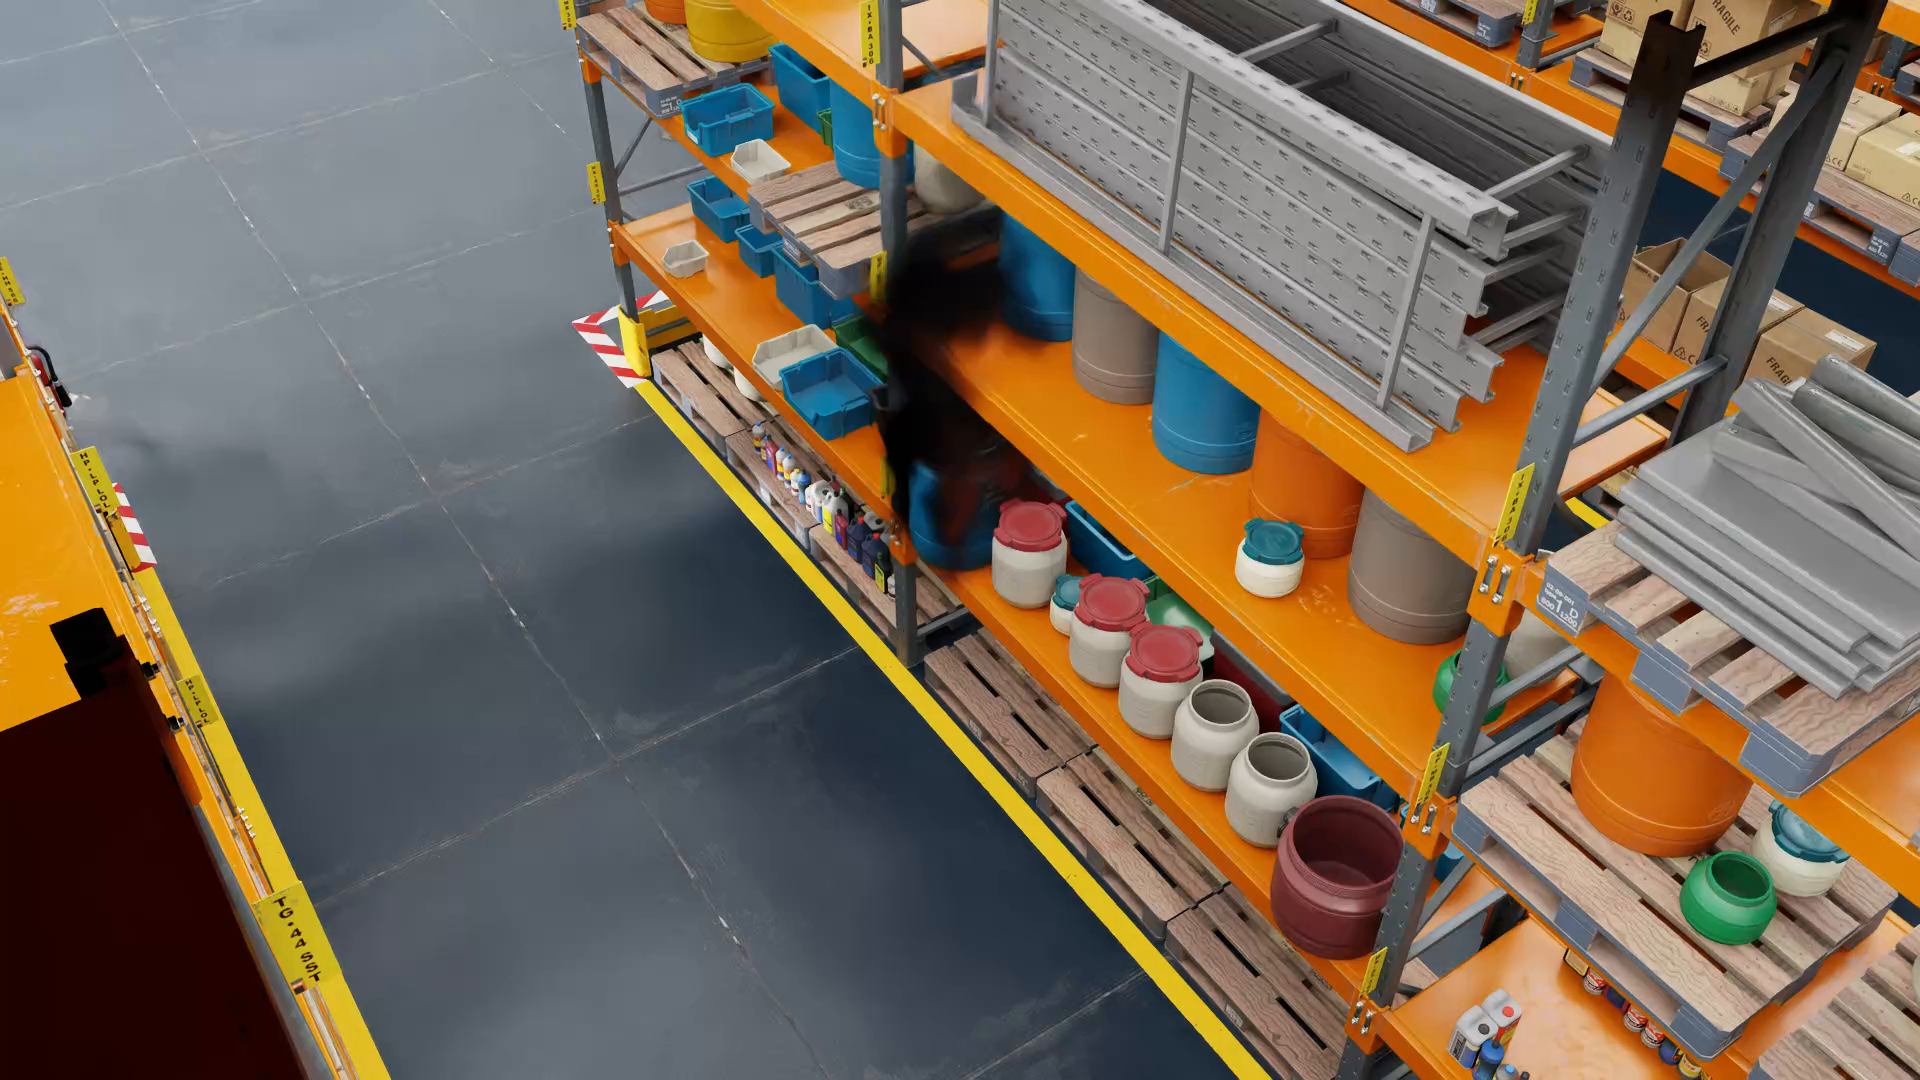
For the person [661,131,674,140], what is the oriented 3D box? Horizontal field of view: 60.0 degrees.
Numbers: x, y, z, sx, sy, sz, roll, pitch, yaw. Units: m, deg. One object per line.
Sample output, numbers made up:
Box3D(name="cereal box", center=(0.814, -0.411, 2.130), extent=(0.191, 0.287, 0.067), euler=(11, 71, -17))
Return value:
Box3D(name="person", center=(-2.461, -4.570, 15.520), extent=(0.844, 1.710, 0.607), euler=(-4, 43, -4))
